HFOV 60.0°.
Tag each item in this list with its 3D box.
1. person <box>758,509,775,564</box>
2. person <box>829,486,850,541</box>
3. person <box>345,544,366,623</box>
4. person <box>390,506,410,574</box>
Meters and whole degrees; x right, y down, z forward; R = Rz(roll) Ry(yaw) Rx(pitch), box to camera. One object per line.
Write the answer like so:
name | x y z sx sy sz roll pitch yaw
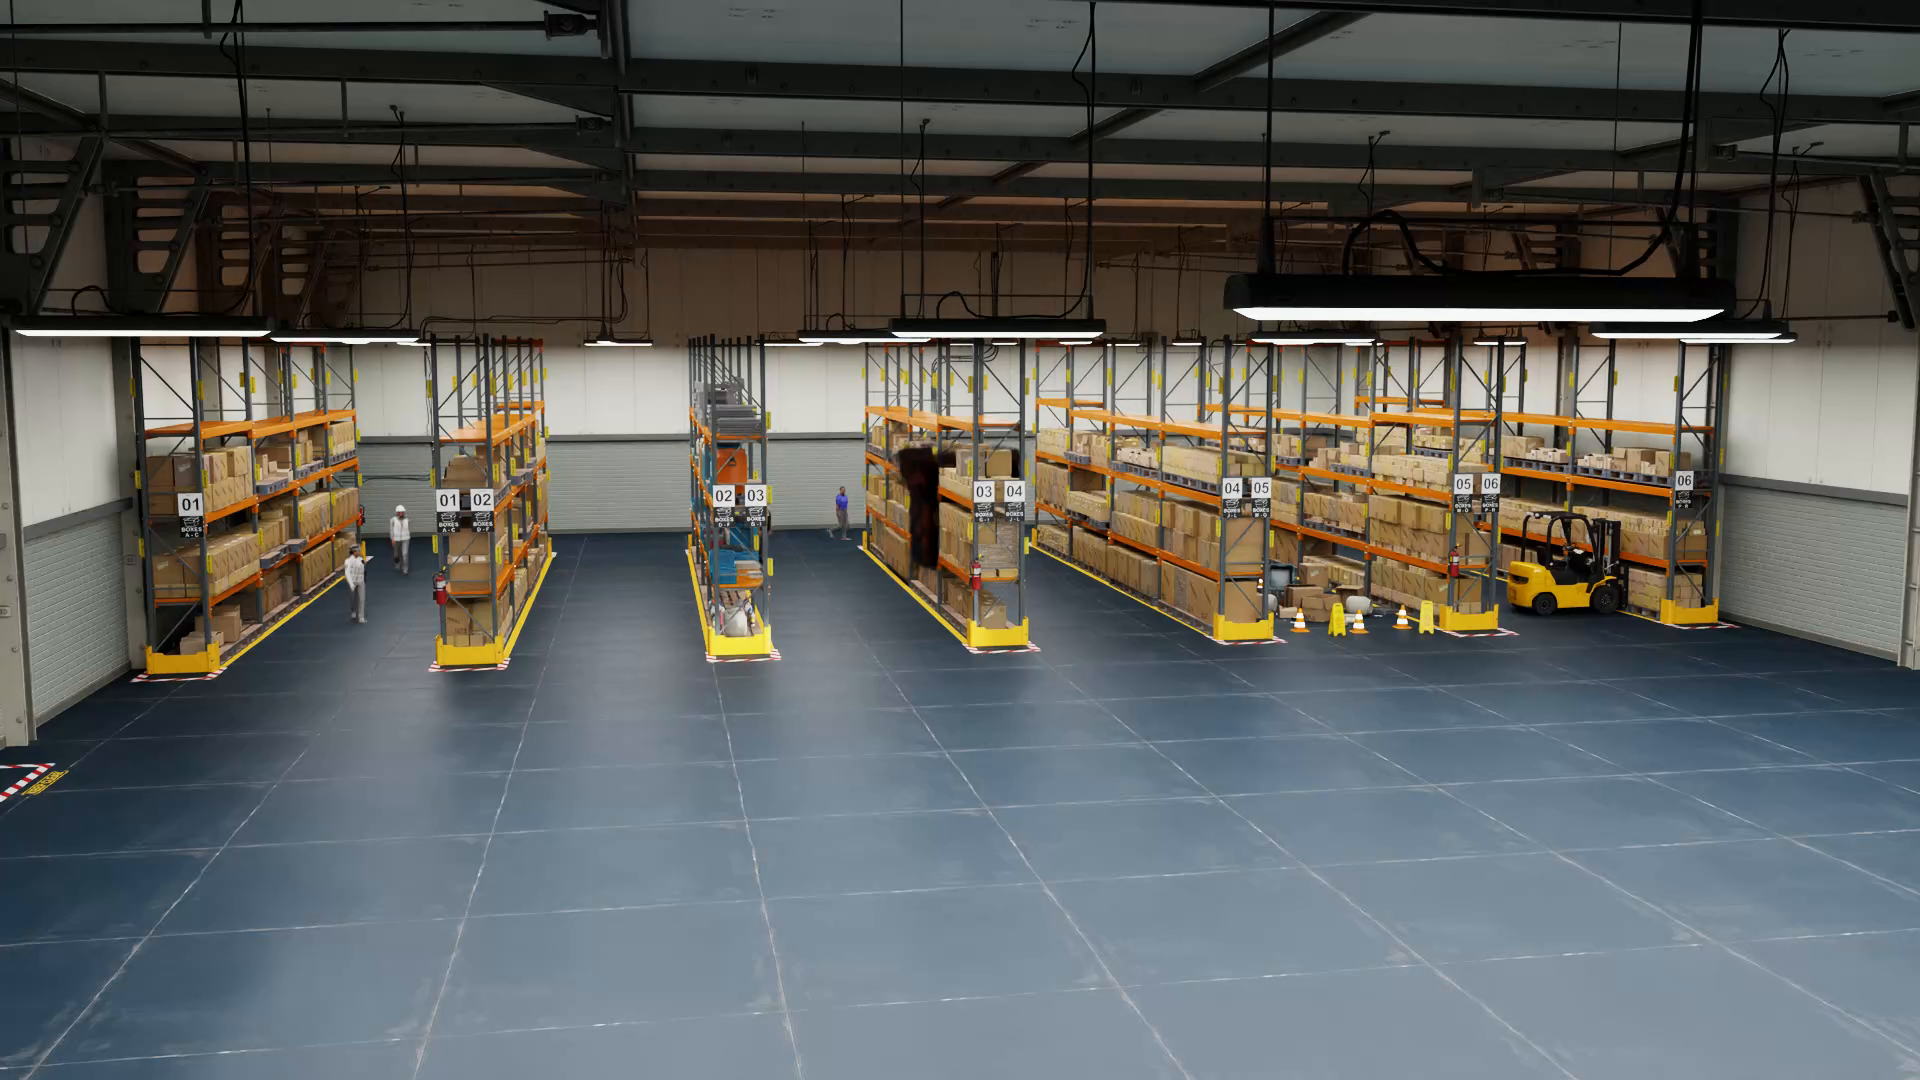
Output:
person | -5.185 -0.241 44.662 0.573 1.719 0.573 2 7 15
person | -3.570 -0.801 49.785 0.601 1.625 0.454 3 7 25
person | -12.702 0.901 34.983 0.422 1.633 0.980 -2 7 -18
person | -14.319 -0.021 42.559 0.493 1.731 0.841 -2 7 -14
